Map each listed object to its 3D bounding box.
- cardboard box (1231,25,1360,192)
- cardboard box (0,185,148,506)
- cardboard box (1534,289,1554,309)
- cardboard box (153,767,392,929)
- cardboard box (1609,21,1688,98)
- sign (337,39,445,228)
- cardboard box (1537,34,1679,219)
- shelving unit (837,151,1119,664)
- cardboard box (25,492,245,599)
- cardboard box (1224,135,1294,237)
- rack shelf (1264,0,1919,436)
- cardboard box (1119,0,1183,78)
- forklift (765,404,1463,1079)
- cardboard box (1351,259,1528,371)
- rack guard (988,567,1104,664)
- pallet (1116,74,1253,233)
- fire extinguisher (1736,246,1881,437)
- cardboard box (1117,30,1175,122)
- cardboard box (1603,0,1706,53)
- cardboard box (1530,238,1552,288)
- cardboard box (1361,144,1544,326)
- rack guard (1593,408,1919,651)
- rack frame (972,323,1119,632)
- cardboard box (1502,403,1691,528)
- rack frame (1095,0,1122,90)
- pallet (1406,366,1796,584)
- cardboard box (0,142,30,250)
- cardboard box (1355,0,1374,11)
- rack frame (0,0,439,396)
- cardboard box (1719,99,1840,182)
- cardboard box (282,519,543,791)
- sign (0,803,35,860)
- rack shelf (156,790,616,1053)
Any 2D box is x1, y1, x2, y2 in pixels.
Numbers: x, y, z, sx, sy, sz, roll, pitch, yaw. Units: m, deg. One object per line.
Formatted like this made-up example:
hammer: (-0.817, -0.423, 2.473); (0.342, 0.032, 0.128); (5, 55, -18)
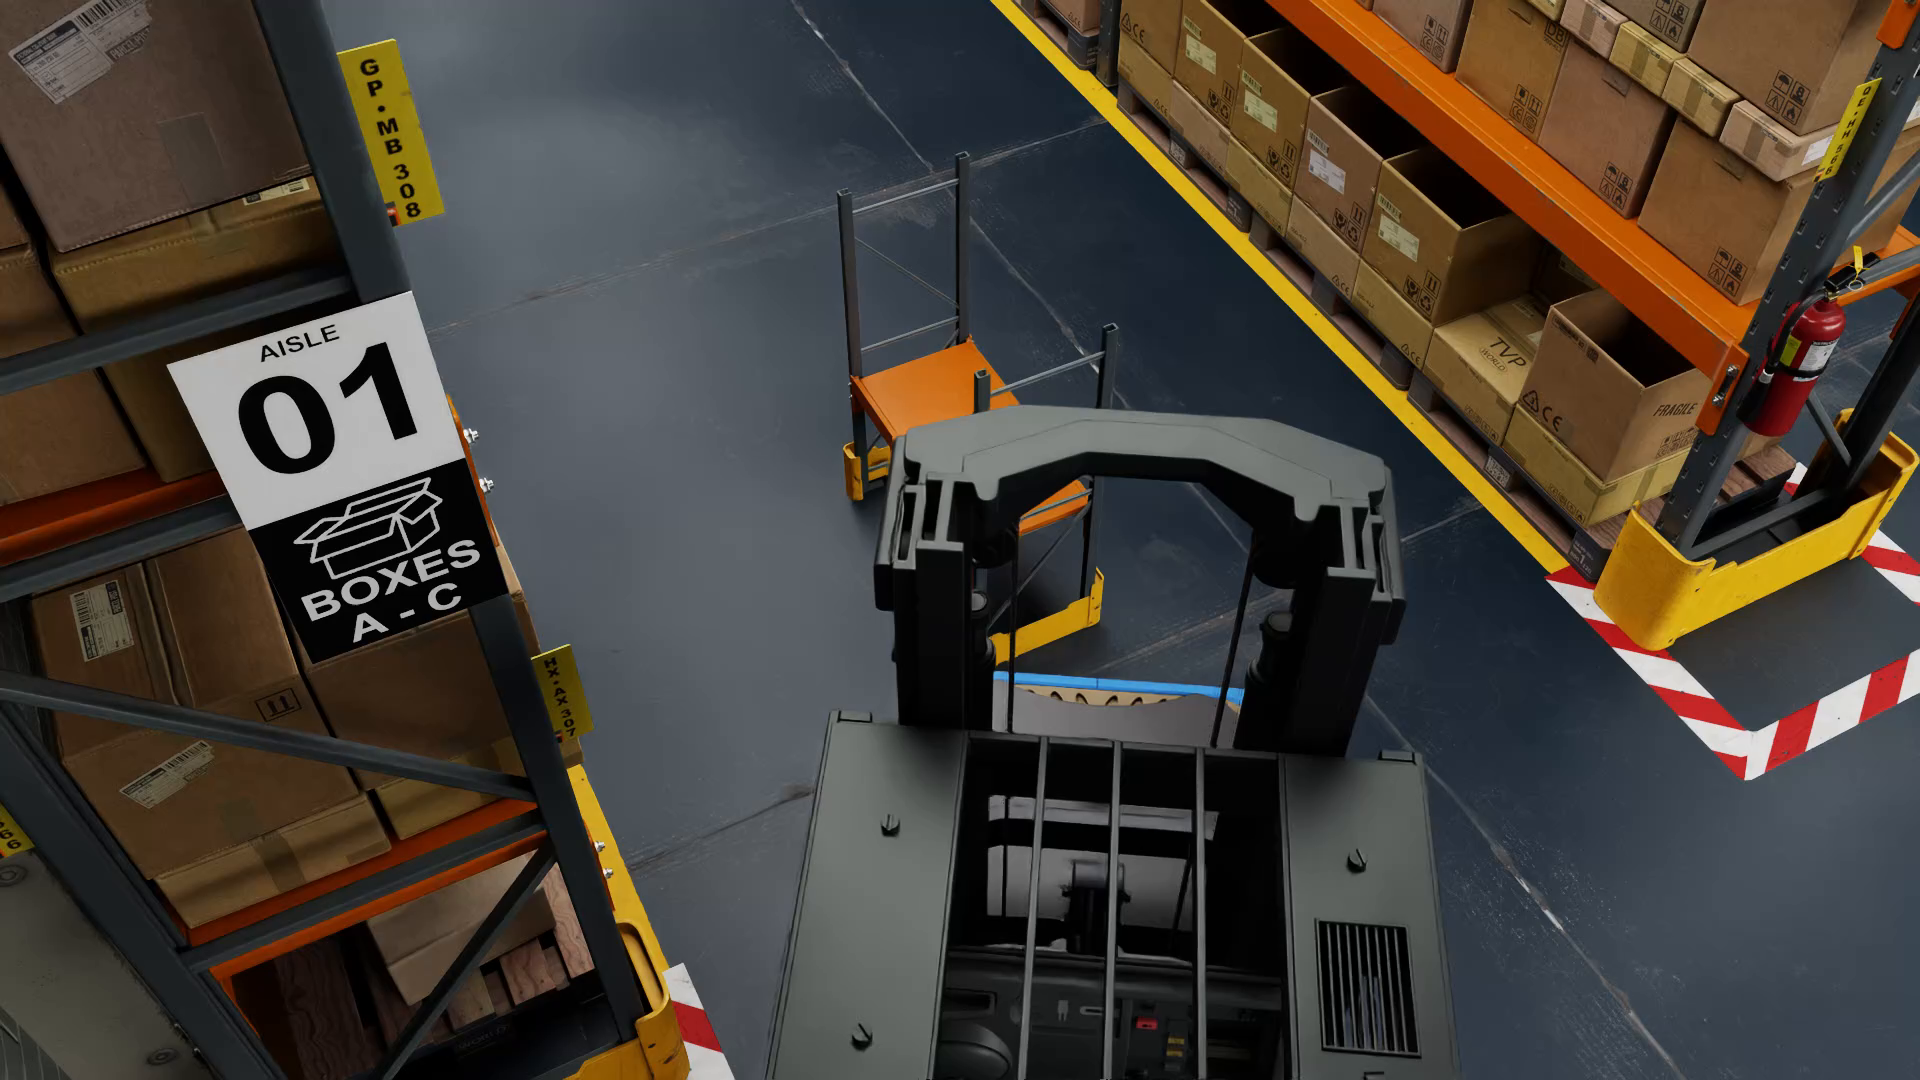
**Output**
cardboard box: (1.579, -1.953, 7.408); (0.500, 0.500, 0.500); (-21, 52, -18)
cardboard box: (-1.801, -0.394, 2.922); (0.500, 0.500, 0.500); (-18, 51, -15)
cardboard box: (2.738, -0.885, 6.972); (0.500, 0.250, 0.500); (-21, 52, -18)
cardboard box: (-1.771, 0.622, 4.192); (0.500, 0.250, 0.500); (-20, 52, -17)
cardboard box: (2.436, -1.666, 5.609); (0.380, 0.149, 0.250); (-22, 52, -18)
sign: (-0.902, -0.637, 2.633); (0.100, 0.325, 0.005); (-21, 52, -18)
cardboard box: (2.571, -1.583, 5.968); (0.700, 0.500, 0.500); (-20, 52, -17)
shelving unit: (0.035, -0.443, 6.033); (0.587, 1.500, 1.083); (-21, 52, -18)
cardboard box: (-2.011, 0.039, 4.204); (0.500, 0.500, 0.500); (-21, 52, -17)
cardboard box: (1.579, -1.706, 7.690); (0.500, 0.250, 0.500); (-21, 52, -18)
rack shelf: (2.103, -1.985, 6.864); (1.077, 0.370, 4.000); (-21, 52, -18)
cardboard box: (1.121, -2.622, 7.993); (0.500, 0.500, 0.500); (-21, 52, -18)
forklift: (0.272, 1.253, 3.599); (1.130, 2.935, 3.031); (4, 49, 3)
cardboard box: (2.040, -1.038, 7.106); (0.500, 0.250, 0.500); (-21, 52, -18)
rack guard: (0.263, 0.302, 6.212); (0.587, 0.250, 0.087); (-21, 52, -18)
pallet: (1.514, -2.096, 8.335); (1.003, 0.211, 1.213); (-21, 52, -18)
fire extinguisher: (2.659, -0.619, 5.242); (0.296, 0.674, 0.183); (-21, 52, -18)
cardboard box: (1.130, -2.379, 8.278); (0.500, 0.250, 0.500); (-21, 52, -18)
cardboard box: (2.546, -2.046, 5.511); (0.700, 0.500, 0.500); (-22, 53, -18)
cardboard box: (2.500, -1.463, 6.979); (0.500, 0.500, 0.500); (-21, 52, -18)
cardboard box: (2.037, -1.284, 6.822); (0.500, 0.500, 0.500); (-21, 52, -18)
rack guard: (3.029, -0.044, 6.349); (1.175, 0.500, 0.348); (-21, 52, -18)
rack frame: (0.272, -0.096, 5.731); (0.500, 1.500, 0.032); (-21, 52, -18)
cardboard box: (2.510, -0.374, 6.524); (0.500, 0.250, 0.500); (-21, 52, -18)
rack frame: (1.188, -3.561, 7.764); (1.000, 3.000, 0.127); (-21, 52, -18)
pallet: (2.631, -0.463, 6.907); (1.003, 0.211, 1.213); (-21, 52, -18)
cardboard box: (-1.815, -0.729, 2.551); (0.500, 0.500, 0.500); (-19, 52, -16)
cardboard box: (1.870, -2.611, 6.867); (0.700, 0.500, 0.500); (-20, 52, -17)
rack frame: (-1.385, -1.150, 1.670); (1.000, 3.000, 0.127); (-21, 52, -18)
cardboard box: (2.674, -1.320, 5.307); (0.380, 0.149, 0.250); (-22, 52, -18)
cardboard box: (-1.336, 0.198, 4.065); (0.500, 0.500, 0.500); (-21, 52, -17)
sign: (-1.888, 0.518, 3.218); (0.100, 0.325, 0.005); (-21, 52, -18)
rack shelf: (-2.300, -0.276, 5.369); (1.077, 0.370, 4.000); (-21, 52, -18)
